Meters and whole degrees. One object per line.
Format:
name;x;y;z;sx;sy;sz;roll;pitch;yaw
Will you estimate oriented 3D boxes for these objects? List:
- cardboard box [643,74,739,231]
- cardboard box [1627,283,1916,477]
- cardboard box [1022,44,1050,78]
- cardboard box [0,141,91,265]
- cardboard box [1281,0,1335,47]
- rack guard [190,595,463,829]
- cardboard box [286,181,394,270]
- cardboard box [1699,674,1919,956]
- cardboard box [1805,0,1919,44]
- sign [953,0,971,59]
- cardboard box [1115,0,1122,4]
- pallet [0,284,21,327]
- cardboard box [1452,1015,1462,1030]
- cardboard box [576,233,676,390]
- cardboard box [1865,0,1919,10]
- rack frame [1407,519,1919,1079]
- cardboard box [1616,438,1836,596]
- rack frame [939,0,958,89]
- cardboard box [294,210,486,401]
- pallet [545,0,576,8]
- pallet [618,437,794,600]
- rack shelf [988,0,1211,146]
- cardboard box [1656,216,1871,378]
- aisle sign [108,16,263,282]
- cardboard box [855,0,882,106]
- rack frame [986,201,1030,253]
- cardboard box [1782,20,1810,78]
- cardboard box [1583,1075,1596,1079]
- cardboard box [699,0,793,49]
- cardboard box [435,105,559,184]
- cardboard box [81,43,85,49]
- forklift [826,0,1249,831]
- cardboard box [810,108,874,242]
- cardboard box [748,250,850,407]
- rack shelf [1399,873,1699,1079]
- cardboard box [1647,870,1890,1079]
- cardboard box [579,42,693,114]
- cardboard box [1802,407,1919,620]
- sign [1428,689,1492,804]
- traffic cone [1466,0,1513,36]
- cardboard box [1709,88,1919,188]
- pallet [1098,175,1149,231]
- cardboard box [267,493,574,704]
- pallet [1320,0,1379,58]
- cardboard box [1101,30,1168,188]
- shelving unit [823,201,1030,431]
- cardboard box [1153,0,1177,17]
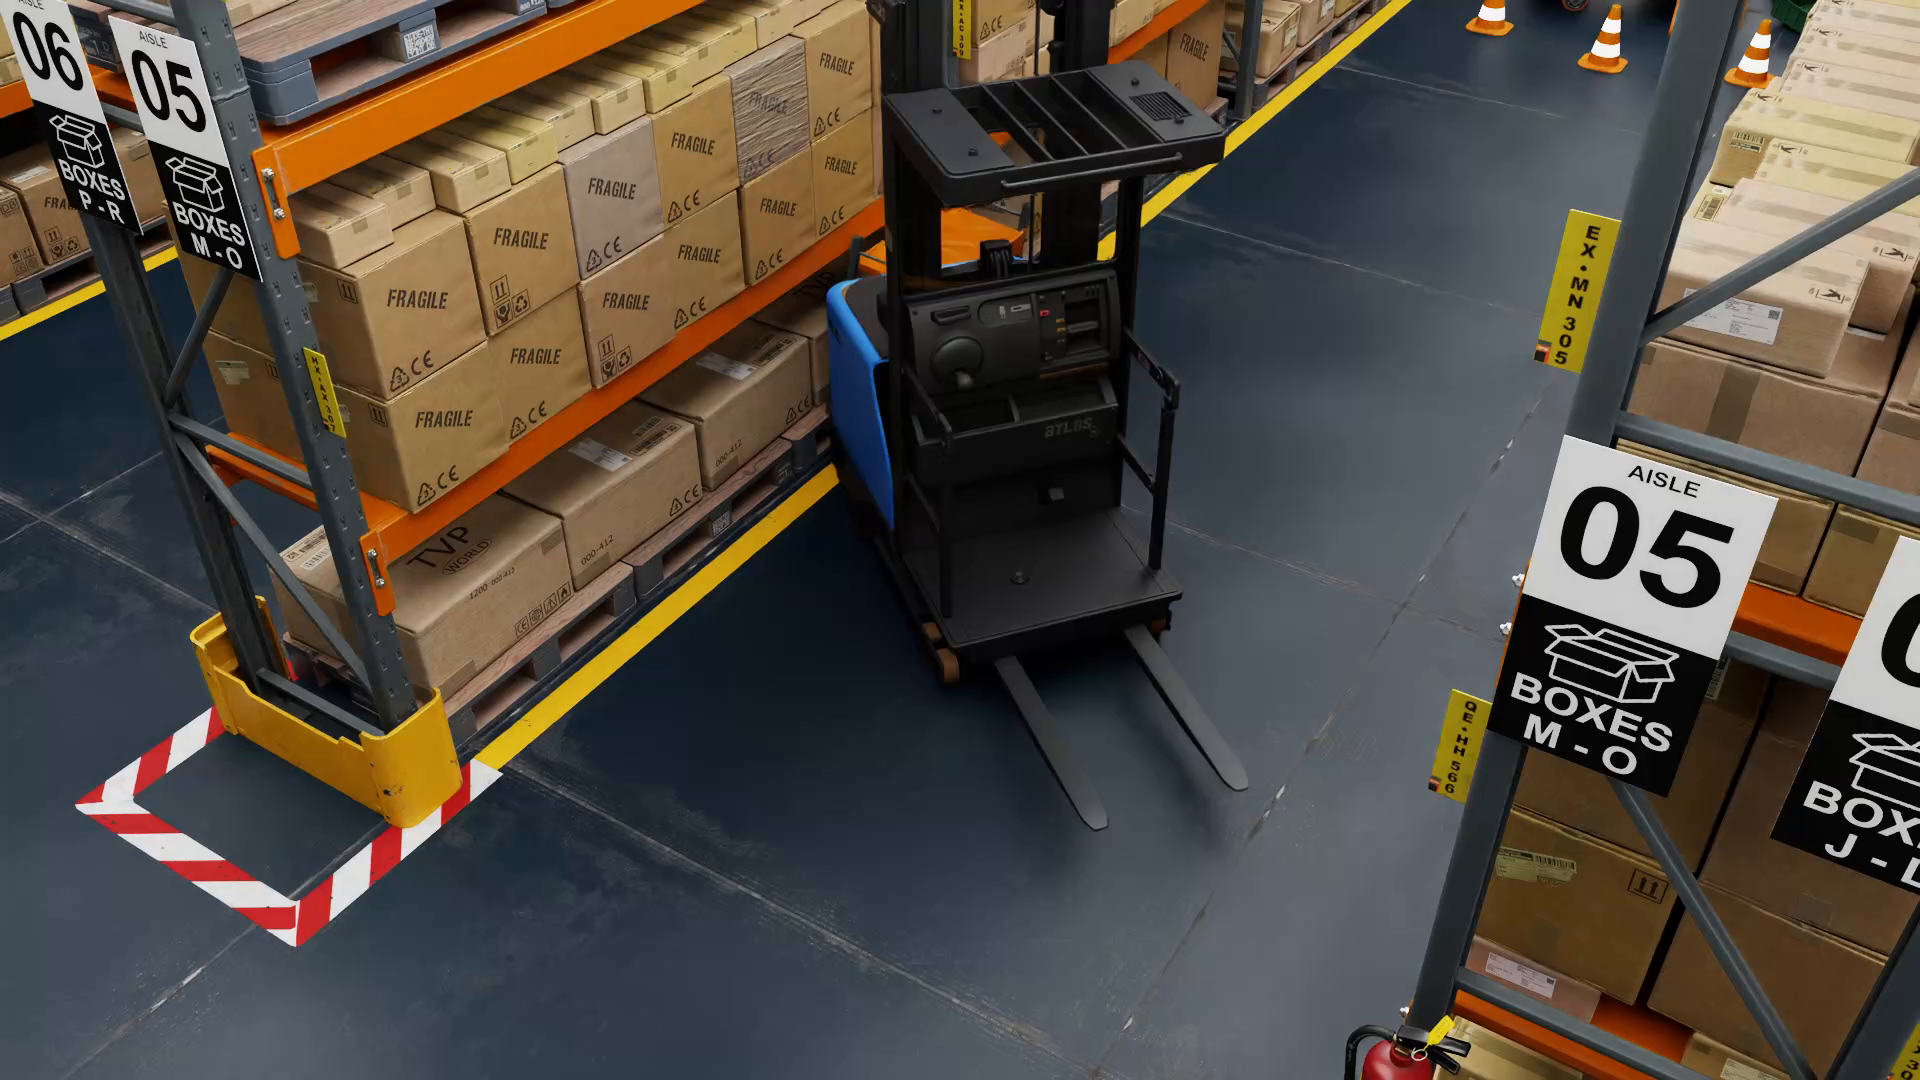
cardboard box;-1.300;-1.688;7.022;0.500;0.500;0.500;21;42;25
cardboard box;1.662;-0.384;3.488;0.500;0.250;0.500;20;42;24
cardboard box;0.274;-2.715;9.377;0.500;0.250;0.500;20;42;24
cardboard box;-5.531;-2.054;10.101;0.500;0.500;0.500;22;43;26
cardboard box;2.382;-4.225;13.022;0.950;0.372;0.625;20;42;24
rack guard;-2.617;0.698;6.874;1.175;0.500;0.348;21;42;25
cardboard box;-2.180;-1.089;5.713;0.380;0.149;0.250;22;43;26
cardboard box;2.094;0.565;3.855;0.500;0.500;0.500;21;42;25
cardboard box;2.403;-1.275;4.317;0.380;0.149;0.250;20;42;24
sign;0.008;-2.560;8.279;0.100;0.325;0.005;21;42;25
cardboard box;0.830;-3.430;9.896;0.500;0.250;0.500;20;42;24
pallet;-6.330;-1.272;9.667;1.003;0.211;1.213;21;42;25
cardboard box;1.788;1.720;5.492;0.380;0.149;0.250;23;43;26
cardboard box;-1.569;-1.024;6.978;0.500;0.500;0.500;21;42;25
cardboard box;2.539;-1.412;4.494;0.380;0.149;0.250;20;42;24
rack frame;1.630;1.263;4.094;1.000;3.000;0.127;21;42;25
cardboard box;1.650;-0.187;3.641;0.500;0.250;0.500;20;42;24
rack frame;-0.461;-2.366;8.802;1.000;3.000;0.127;21;42;25
cardboard box;-2.106;-0.894;5.991;0.500;0.500;0.500;20;42;24
pallet;-1.563;-2.474;6.558;1.003;0.211;1.213;21;42;25
pallet;-1.587;-0.264;8.359;1.003;0.211;1.213;21;42;25
rack shelf;0.611;-3.112;10.359;1.077;0.370;4.000;21;42;25
cardboard box;1.560;-0.489;3.297;0.380;0.149;0.250;21;42;25
aisle sign;-2.398;-1.202;5.162;0.394;0.787;0.004;21;42;25
cardboard box;-0.481;-2.468;8.034;0.500;0.500;0.500;21;42;25
rack frame;0.056;-1.418;9.148;0.500;1.125;0.032;24;38;16
cardboard box;2.492;-1.168;4.504;0.500;0.250;0.500;19;42;23
cardboard box;1.883;1.523;5.260;0.380;0.149;0.250;22;43;26
cardboard box;-0.956;-2.293;7.275;0.380;0.149;0.250;21;42;25
cardboard box;-1.738;-1.486;6.228;0.380;0.149;0.250;20;42;24
cardboard box;-5.361;-2.995;9.823;0.380;0.149;0.250;22;43;26
forklift;0.314;-0.807;6.836;1.130;2.935;3.031;-12;39;-16
cardboard box;-0.765;-1.816;8.007;0.500;0.500;0.500;20;42;24
cardboard box;-0.888;-1.229;9.082;0.875;0.438;0.875;21;42;24
rack shelf;2.701;0.517;5.651;1.077;0.370;4.000;21;42;25
cardboard box;2.104;0.964;4.156;0.500;0.500;0.500;23;43;27
cardboard box;-1.314;-1.875;6.732;0.380;0.149;0.250;20;42;24
cardboard box;2.086;-0.013;3.416;0.500;0.250;0.500;23;43;27
sign;1.172;0.487;3.893;0.100;0.325;0.005;21;42;25
traffic cone;4.343;-4.389;13.503;0.336;0.463;0.334;21;42;25
cardboard box;1.962;-0.888;3.815;0.380;0.149;0.250;22;43;26
pallet;0.542;-2.316;11.021;1.003;0.211;1.213;21;42;25
cardboard box;-2.335;0.171;7.265;0.875;0.438;0.875;20;42;24
pallet;2.756;-4.353;13.663;1.003;0.211;1.213;21;42;25
cardboard box;0.760;-2.966;10.976;0.875;0.875;0.875;22;43;26
shelving unit;-0.171;-1.180;8.760;0.538;1.125;1.048;24;38;16
cardboard box;1.087;-3.500;10.396;0.500;0.250;0.500;21;42;25
